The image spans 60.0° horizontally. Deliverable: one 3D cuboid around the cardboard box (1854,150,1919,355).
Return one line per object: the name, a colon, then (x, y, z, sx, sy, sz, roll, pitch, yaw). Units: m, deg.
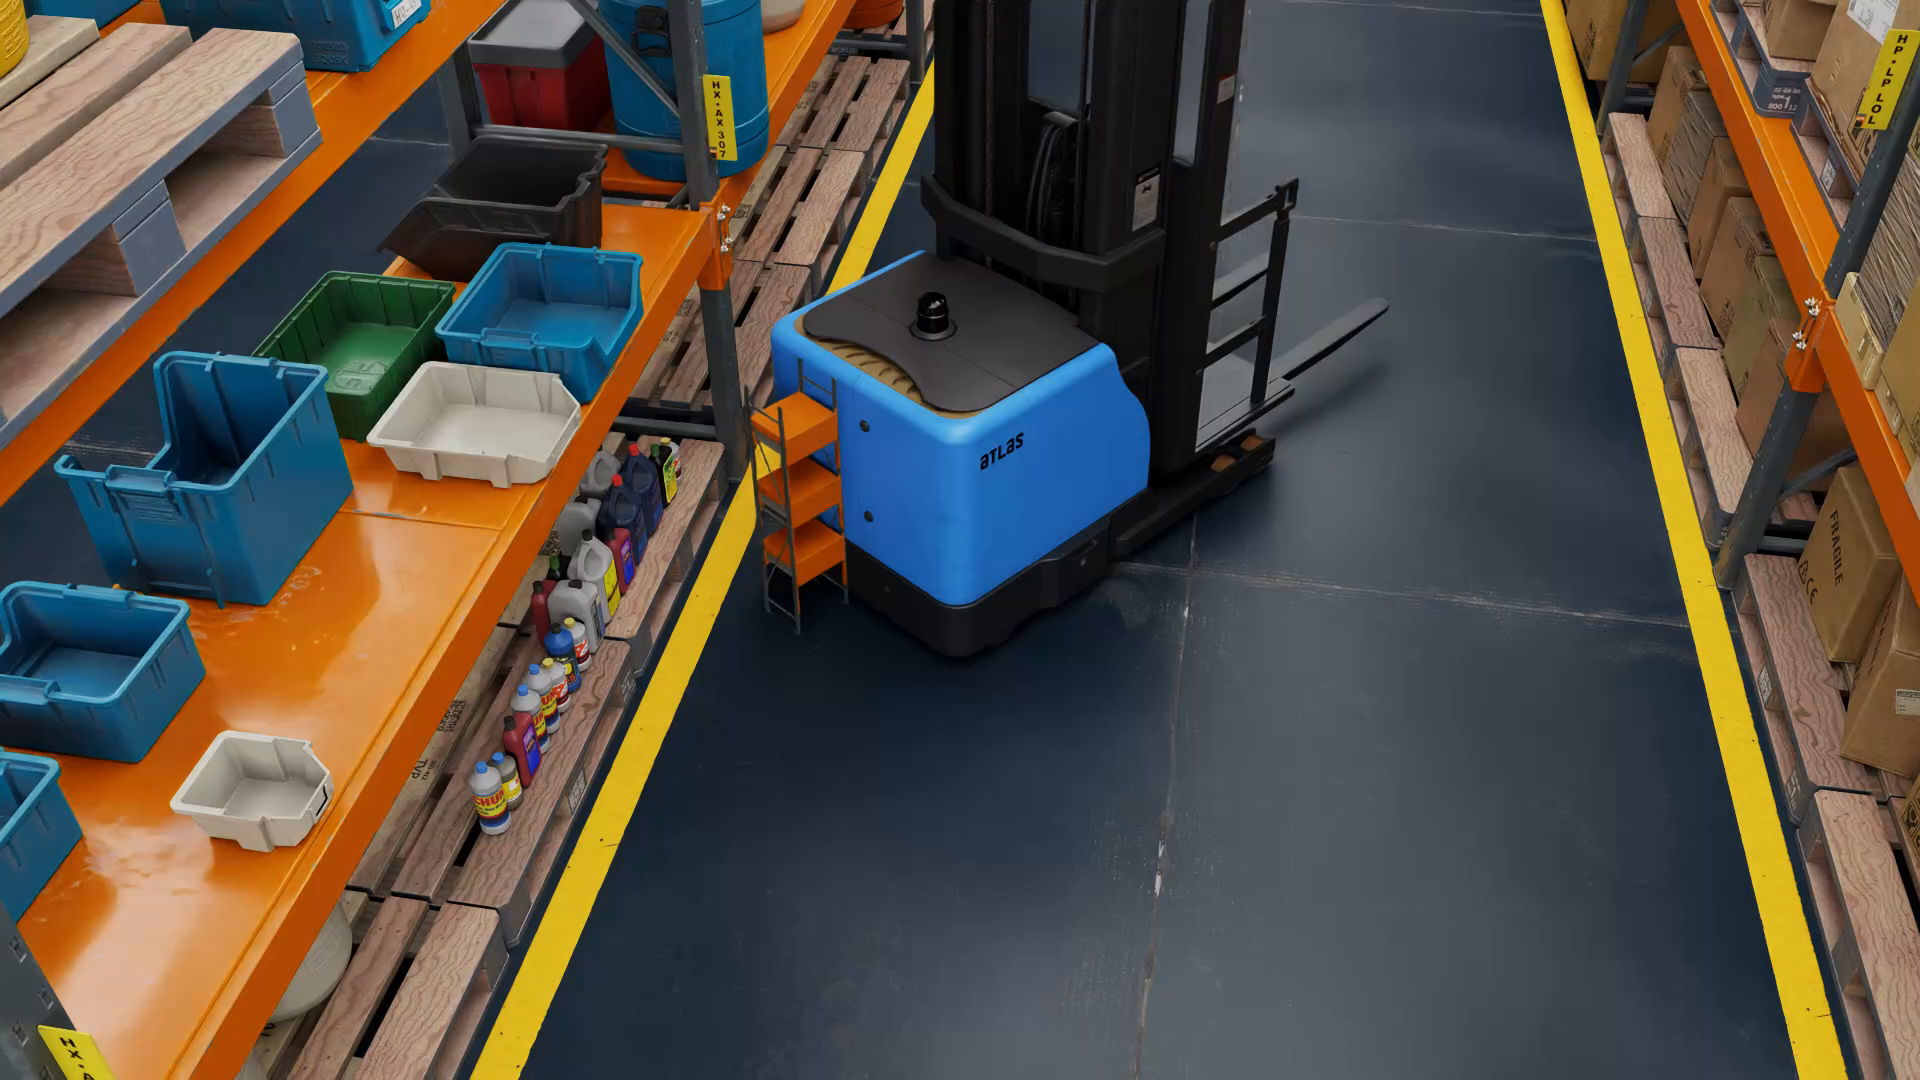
cardboard box: (3.330, -0.820, 5.076, 0.875, 0.500, 0.500, 6, 40, 8)

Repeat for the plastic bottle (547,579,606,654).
plastic bottle: (-1.358, 0.252, 5.884, 0.152, 0.276, 0.135, 7, 40, 8)

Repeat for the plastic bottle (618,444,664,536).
plastic bottle: (-1.237, -0.202, 6.373, 0.144, 0.351, 0.185, 5, 40, 6)

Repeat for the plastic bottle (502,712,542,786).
plastic bottle: (-1.423, 0.655, 5.390, 0.061, 0.283, 0.133, 7, 40, 8)

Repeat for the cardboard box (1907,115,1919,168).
cardboard box: (3.141, -1.227, 4.783, 0.500, 0.500, 0.500, 6, 40, 8)

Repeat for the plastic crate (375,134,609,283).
plastic crate: (-1.625, -1.151, 5.836, 0.767, 0.338, 0.504, 6, 40, 8)

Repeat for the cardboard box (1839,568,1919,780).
cardboard box: (3.269, 0.466, 5.465, 0.500, 0.500, 0.500, 19, 43, 21)

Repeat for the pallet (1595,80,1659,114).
pallet: (4.372, -2.865, 10.050, 1.003, 0.211, 1.213, 6, 40, 8)

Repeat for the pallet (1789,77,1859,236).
pallet: (3.745, -1.333, 6.158, 1.003, 0.211, 1.213, 6, 40, 8)

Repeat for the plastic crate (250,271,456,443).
plastic crate: (-1.922, -0.587, 5.272, 0.450, 0.188, 0.662, 6, 40, 8)

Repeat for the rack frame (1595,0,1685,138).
rack frame: (4.161, -3.453, 8.573, 1.000, 3.000, 0.127, 6, 40, 8)

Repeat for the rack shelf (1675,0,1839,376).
rack shelf: (3.815, -1.921, 7.284, 1.077, 0.370, 4.000, 6, 40, 8)

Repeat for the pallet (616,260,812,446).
pallet: (-1.311, -0.911, 7.687, 1.003, 0.211, 1.213, 6, 40, 8)

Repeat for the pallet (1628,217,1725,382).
pallet: (3.811, -1.125, 7.945, 1.003, 0.211, 1.213, 6, 40, 8)

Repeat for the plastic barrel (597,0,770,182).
plastic barrel: (-1.044, -1.891, 6.290, 0.600, 0.901, 0.708, 6, 40, 8)

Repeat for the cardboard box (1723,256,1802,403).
cardboard box: (3.698, -0.829, 7.015, 0.700, 0.500, 0.500, 6, 40, 7)

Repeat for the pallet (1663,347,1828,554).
pallet: (3.602, -0.357, 7.016, 1.003, 0.211, 1.213, 6, 40, 8)

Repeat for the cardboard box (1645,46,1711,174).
cardboard box: (4.065, -2.237, 8.718, 0.700, 0.500, 0.500, 4, 40, 5)

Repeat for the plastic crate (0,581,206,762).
plastic crate: (-2.191, 0.325, 4.120, 0.499, 0.251, 0.408, 6, 40, 8)

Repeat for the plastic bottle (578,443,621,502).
plastic bottle: (-1.379, -0.218, 6.393, 0.144, 0.351, 0.185, 6, 40, 8)

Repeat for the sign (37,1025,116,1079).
sign: (-1.560, 0.978, 2.996, 0.100, 0.325, 0.005, 6, 40, 8)

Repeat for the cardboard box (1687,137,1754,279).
cardboard box: (3.890, -1.531, 7.864, 0.700, 0.500, 0.500, 10, 41, 11)

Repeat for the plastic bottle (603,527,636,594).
plastic bottle: (-1.257, 0.052, 6.120, 0.061, 0.283, 0.133, 9, 40, 11)

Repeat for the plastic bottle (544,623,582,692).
plastic bottle: (-1.369, 0.395, 5.714, 0.097, 0.271, 0.097, 0, 40, 0)

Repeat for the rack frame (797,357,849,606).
rack frame: (-0.504, -0.197, 6.164, 0.008, 1.050, 0.200, -32, 49, -33)

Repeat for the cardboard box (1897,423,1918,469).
cardboard box: (3.030, -0.271, 4.921, 0.380, 0.149, 0.250, 6, 40, 8)

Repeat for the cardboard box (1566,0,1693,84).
cardboard box: (4.301, -3.227, 9.637, 1.225, 0.875, 0.875, 5, 40, 6)

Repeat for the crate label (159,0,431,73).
crate label: (-1.452, -1.216, 3.629, 0.502, 0.251, 0.408, 6, 40, 8)

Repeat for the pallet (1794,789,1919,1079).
pallet: (3.179, 1.325, 4.982, 1.003, 0.211, 1.213, 6, 40, 8)

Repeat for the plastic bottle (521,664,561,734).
plastic bottle: (-1.404, 0.522, 5.561, 0.097, 0.271, 0.097, 0, 40, 0)

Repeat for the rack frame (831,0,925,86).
rack frame: (-0.717, -3.999, 9.233, 1.000, 3.000, 0.127, 6, 40, 8)

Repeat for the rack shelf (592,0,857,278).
rack shelf: (-1.063, -2.467, 7.944, 1.077, 0.370, 4.000, 6, 40, 8)

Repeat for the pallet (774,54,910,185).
pallet: (-0.889, -2.443, 9.539, 1.003, 0.211, 1.213, 6, 40, 8)

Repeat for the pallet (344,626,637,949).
pallet: (-1.775, 0.770, 5.652, 1.003, 0.211, 1.213, 6, 40, 8)

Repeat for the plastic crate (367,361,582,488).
plastic crate: (-1.441, -0.340, 5.015, 0.530, 0.136, 0.437, 6, 40, 8)

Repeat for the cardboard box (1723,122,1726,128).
cardboard box: (3.993, -2.191, 8.073, 0.500, 0.250, 0.500, 11, 41, 13)

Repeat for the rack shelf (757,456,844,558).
rack shelf: (-0.590, -0.134, 6.105, 0.240, 0.259, 0.215, -32, 49, -33)

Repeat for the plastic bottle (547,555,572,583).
plastic bottle: (-1.431, 0.152, 5.998, 0.061, 0.283, 0.133, 6, 40, 8)

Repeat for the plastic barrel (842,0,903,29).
plastic barrel: (-0.649, -3.634, 10.165, 0.600, 0.830, 0.708, 6, 40, 8)

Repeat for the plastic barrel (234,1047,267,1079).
plastic barrel: (-2.063, 1.397, 4.329, 0.421, 0.512, 0.421, 0, 40, 0)

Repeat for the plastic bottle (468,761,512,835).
plastic bottle: (-1.481, 0.800, 5.224, 0.097, 0.271, 0.097, 0, 40, 0)

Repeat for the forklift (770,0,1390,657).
forklift: (0.695, -1.533, 6.304, 3.031, 2.935, 1.130, -32, 49, -33)

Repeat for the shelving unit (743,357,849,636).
shelving unit: (-0.590, -0.142, 6.098, 0.252, 1.050, 0.215, -32, 49, -33)

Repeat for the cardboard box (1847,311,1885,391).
cardboard box: (3.080, -0.589, 5.305, 0.380, 0.149, 0.250, 6, 40, 8)

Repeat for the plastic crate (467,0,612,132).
plastic crate: (-1.627, -1.851, 6.585, 0.402, 0.464, 0.583, 6, 40, 8)

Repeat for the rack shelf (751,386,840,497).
rack shelf: (-0.590, -0.353, 5.924, 0.240, 0.259, 0.215, -32, 49, -33)

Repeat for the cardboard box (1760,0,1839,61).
cardboard box: (3.678, -2.243, 6.698, 0.797, 0.503, 0.637, 10, 41, 12)

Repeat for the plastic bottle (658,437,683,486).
plastic bottle: (-1.165, -0.318, 6.631, 0.097, 0.201, 0.097, 0, 40, 0)
